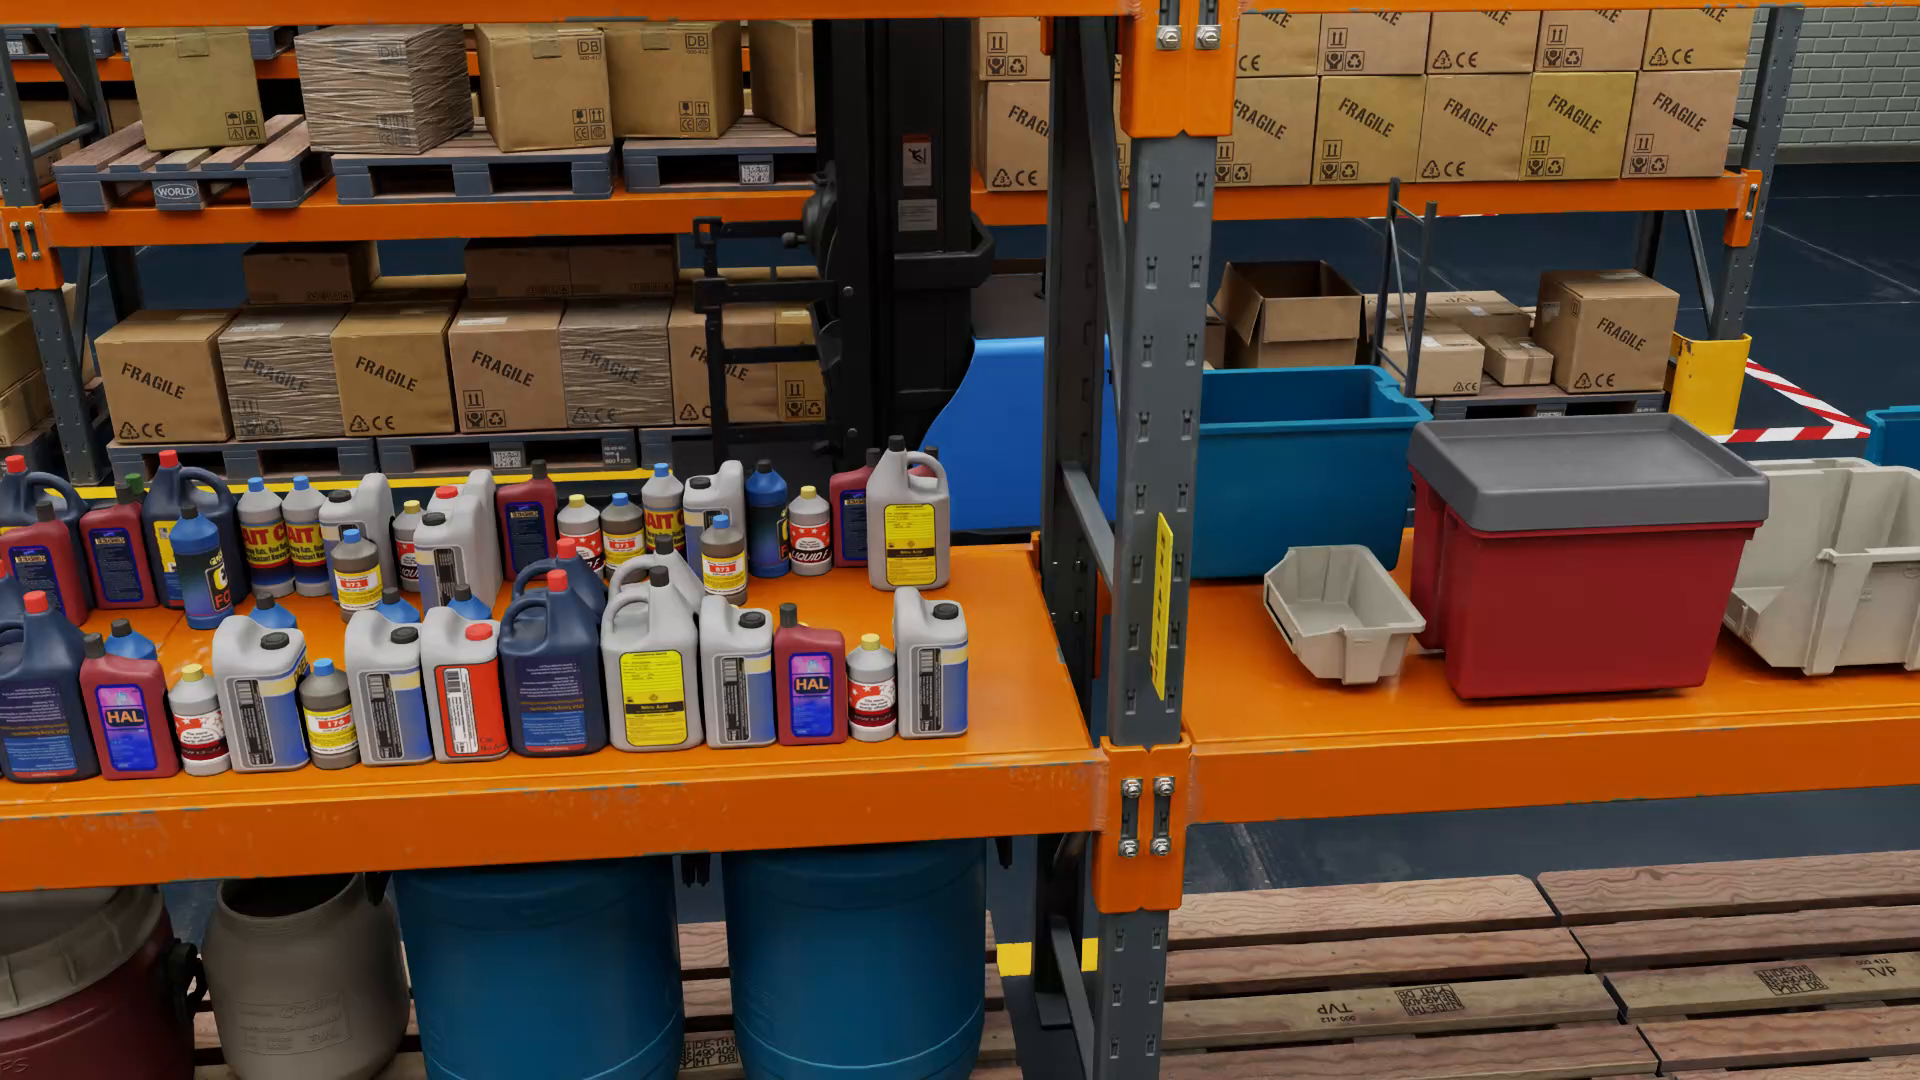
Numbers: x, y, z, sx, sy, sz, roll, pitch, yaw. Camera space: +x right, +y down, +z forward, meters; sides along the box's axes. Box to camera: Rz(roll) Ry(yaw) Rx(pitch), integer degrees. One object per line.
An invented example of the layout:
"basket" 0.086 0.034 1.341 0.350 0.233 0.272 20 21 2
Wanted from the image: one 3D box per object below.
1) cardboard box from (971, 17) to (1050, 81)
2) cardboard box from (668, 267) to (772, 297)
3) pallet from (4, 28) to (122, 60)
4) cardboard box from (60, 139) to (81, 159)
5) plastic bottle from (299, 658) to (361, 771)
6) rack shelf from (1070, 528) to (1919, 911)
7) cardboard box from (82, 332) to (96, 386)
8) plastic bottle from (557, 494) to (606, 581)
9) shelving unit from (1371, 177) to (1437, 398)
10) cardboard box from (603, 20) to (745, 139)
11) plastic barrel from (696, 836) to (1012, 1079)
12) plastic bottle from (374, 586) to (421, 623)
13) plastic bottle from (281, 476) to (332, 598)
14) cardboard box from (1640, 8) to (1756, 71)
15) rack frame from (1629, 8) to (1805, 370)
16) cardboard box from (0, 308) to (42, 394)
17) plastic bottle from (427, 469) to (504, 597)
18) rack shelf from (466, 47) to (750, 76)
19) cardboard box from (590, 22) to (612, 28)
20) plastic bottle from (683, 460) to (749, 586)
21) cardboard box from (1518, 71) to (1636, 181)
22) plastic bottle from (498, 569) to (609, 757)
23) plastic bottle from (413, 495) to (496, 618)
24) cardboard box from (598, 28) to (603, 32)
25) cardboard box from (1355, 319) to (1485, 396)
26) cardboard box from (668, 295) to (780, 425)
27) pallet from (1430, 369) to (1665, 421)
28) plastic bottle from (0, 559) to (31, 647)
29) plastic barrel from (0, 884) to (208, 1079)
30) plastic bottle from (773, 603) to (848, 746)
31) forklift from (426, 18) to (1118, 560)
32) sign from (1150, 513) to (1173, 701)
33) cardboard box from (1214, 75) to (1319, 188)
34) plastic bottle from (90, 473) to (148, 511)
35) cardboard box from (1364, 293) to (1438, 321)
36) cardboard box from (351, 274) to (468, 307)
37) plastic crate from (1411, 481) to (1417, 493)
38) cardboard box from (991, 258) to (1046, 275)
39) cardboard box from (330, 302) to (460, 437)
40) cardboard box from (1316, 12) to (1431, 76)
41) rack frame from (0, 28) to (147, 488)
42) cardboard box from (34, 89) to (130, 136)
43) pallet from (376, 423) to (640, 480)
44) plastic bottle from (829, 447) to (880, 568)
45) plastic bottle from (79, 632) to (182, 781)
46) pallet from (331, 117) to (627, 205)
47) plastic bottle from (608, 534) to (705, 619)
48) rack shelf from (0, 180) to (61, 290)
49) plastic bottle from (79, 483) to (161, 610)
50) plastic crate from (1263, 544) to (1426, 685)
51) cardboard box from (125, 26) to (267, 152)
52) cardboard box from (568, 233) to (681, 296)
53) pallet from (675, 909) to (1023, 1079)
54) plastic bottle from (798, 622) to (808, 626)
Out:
"cardboard box" 0.318 -2.386 7.572 0.500 0.500 0.500 -2 24 -4
"cardboard box" -1.214 -1.091 8.547 0.500 0.500 0.500 -2 24 -4
"pallet" -6.616 -3.638 11.978 1.213 0.211 1.003 -2 24 -5
"cardboard box" -6.377 -2.825 12.449 0.500 0.500 0.700 -2 24 -5
"plastic bottle" -1.168 0.316 3.090 0.097 0.201 0.097 0 24 0
"rack shelf" 2.295 0.272 3.830 4.000 0.370 1.077 -2 24 -5
"cardboard box" -4.710 -0.852 8.343 0.500 0.250 0.500 -2 24 -5
"plastic bottle" -0.870 -0.005 3.813 0.097 0.201 0.097 0 24 0
"shelving unit" 1.338 -0.725 7.036 1.048 1.500 0.538 -2 24 -4
"cardboard box" -1.350 -2.235 7.945 0.500 0.500 0.700 1 24 3
"plastic barrel" -0.239 0.805 3.812 0.708 0.901 0.600 -2 24 -5
"plastic bottle" -1.086 0.219 3.222 0.097 0.271 0.097 0 24 0
"plastic bottle" -1.464 -0.013 3.746 0.097 0.271 0.097 0 24 0
"cardboard box" 3.386 -2.512 7.855 0.500 0.500 0.500 -3 24 -6
"rack frame" 3.802 -2.138 8.368 0.127 3.000 1.000 -2 24 -5
"cardboard box" -4.657 -0.890 7.738 0.500 0.311 0.500 -2 24 -4
"plastic bottle" -1.115 -0.018 3.751 0.135 0.276 0.152 -2 24 -5
"rack shelf" -2.660 -3.572 12.480 4.000 0.370 1.077 -2 24 -5
"cardboard box" -2.608 -3.988 12.016 0.500 0.500 0.500 -2 24 -4
"plastic bottle" -0.558 -0.041 3.801 0.135 0.276 0.152 -2 24 -5
"cardboard box" 2.867 -2.034 8.010 0.500 0.500 0.500 -2 24 -5
"plastic bottle" -0.762 0.222 3.117 0.185 0.351 0.144 -2 24 -5
"plastic bottle" -1.100 0.043 3.613 0.135 0.276 0.152 -2 24 -5
"cardboard box" -2.512 -3.708 12.185 0.250 0.149 0.380 -2 24 -3
"cardboard box" 2.336 -0.936 8.506 0.500 0.250 0.500 -2 24 -5
"cardboard box" -1.135 -0.886 8.086 0.500 0.500 0.500 -2 24 -5
"pallet" 2.933 -0.829 8.855 1.213 0.211 1.003 -2 24 -5
"plastic bottle" -1.823 0.203 3.161 0.185 0.351 0.144 -2 24 -5
"plastic barrel" -2.067 1.022 3.710 0.708 0.588 0.600 -2 24 -5
"plastic bottle" -0.282 0.251 3.136 0.133 0.283 0.061 -2 24 -5
"forklift" -0.718 -1.261 6.477 3.031 2.935 1.130 -3 24 -8
"sign" 0.356 0.119 2.947 0.005 0.325 0.100 -2 24 -5
"cardboard box" 1.362 -1.975 7.878 0.500 0.500 0.500 -2 24 -5
"plastic bottle" -1.862 -0.010 3.724 0.133 0.283 0.061 -2 24 -5
"cardboard box" 2.238 -1.136 8.957 0.500 0.250 0.500 -2 24 -5
"cardboard box" -2.737 -1.031 8.412 0.500 0.500 0.500 -3 24 -7
"plastic crate" 1.392 -0.031 3.893 0.590 0.125 0.437 -2 24 -5
"cardboard box" 0.360 -1.175 8.736 0.500 0.500 0.500 -2 24 -5
"cardboard box" -2.658 -0.822 7.942 0.500 0.500 0.500 -3 24 -6
"cardboard box" 1.857 -2.449 7.712 0.500 0.500 0.500 -2 24 -4
"rack frame" -4.160 -1.819 7.650 0.127 3.000 1.000 -2 24 -5
"cardboard box" -6.446 -3.153 12.263 0.500 0.250 0.500 -2 24 -5
"pallet" -2.202 -0.607 8.355 1.213 0.211 1.003 -2 24 -5
"plastic bottle" -0.235 -0.076 3.871 0.133 0.283 0.061 -2 24 -5
"plastic bottle" -1.512 0.300 3.025 0.133 0.283 0.061 -2 24 -5
"pallet" -2.225 -1.811 7.867 1.213 0.211 1.003 -2 24 -5
"plastic bottle" -0.593 0.157 3.265 0.185 0.351 0.144 -2 24 -5
"rack shelf" -6.150 -1.411 7.616 4.000 0.370 1.077 -2 24 -5
"plastic bottle" -1.856 0.014 3.669 0.133 0.283 0.061 -2 24 -5
"plastic crate" 0.781 0.156 3.457 0.243 0.136 0.396 -2 24 -5
"cardboard box" -3.544 -2.127 7.703 0.500 0.500 0.700 -11 26 -23
"cardboard box" -1.679 -1.420 8.363 0.500 0.250 0.500 -2 24 -5
"pallet" -0.468 1.312 4.039 1.213 0.211 1.003 -2 24 -5
"plastic bottle" -0.308 0.257 3.223 0.097 0.201 0.097 0 24 0
